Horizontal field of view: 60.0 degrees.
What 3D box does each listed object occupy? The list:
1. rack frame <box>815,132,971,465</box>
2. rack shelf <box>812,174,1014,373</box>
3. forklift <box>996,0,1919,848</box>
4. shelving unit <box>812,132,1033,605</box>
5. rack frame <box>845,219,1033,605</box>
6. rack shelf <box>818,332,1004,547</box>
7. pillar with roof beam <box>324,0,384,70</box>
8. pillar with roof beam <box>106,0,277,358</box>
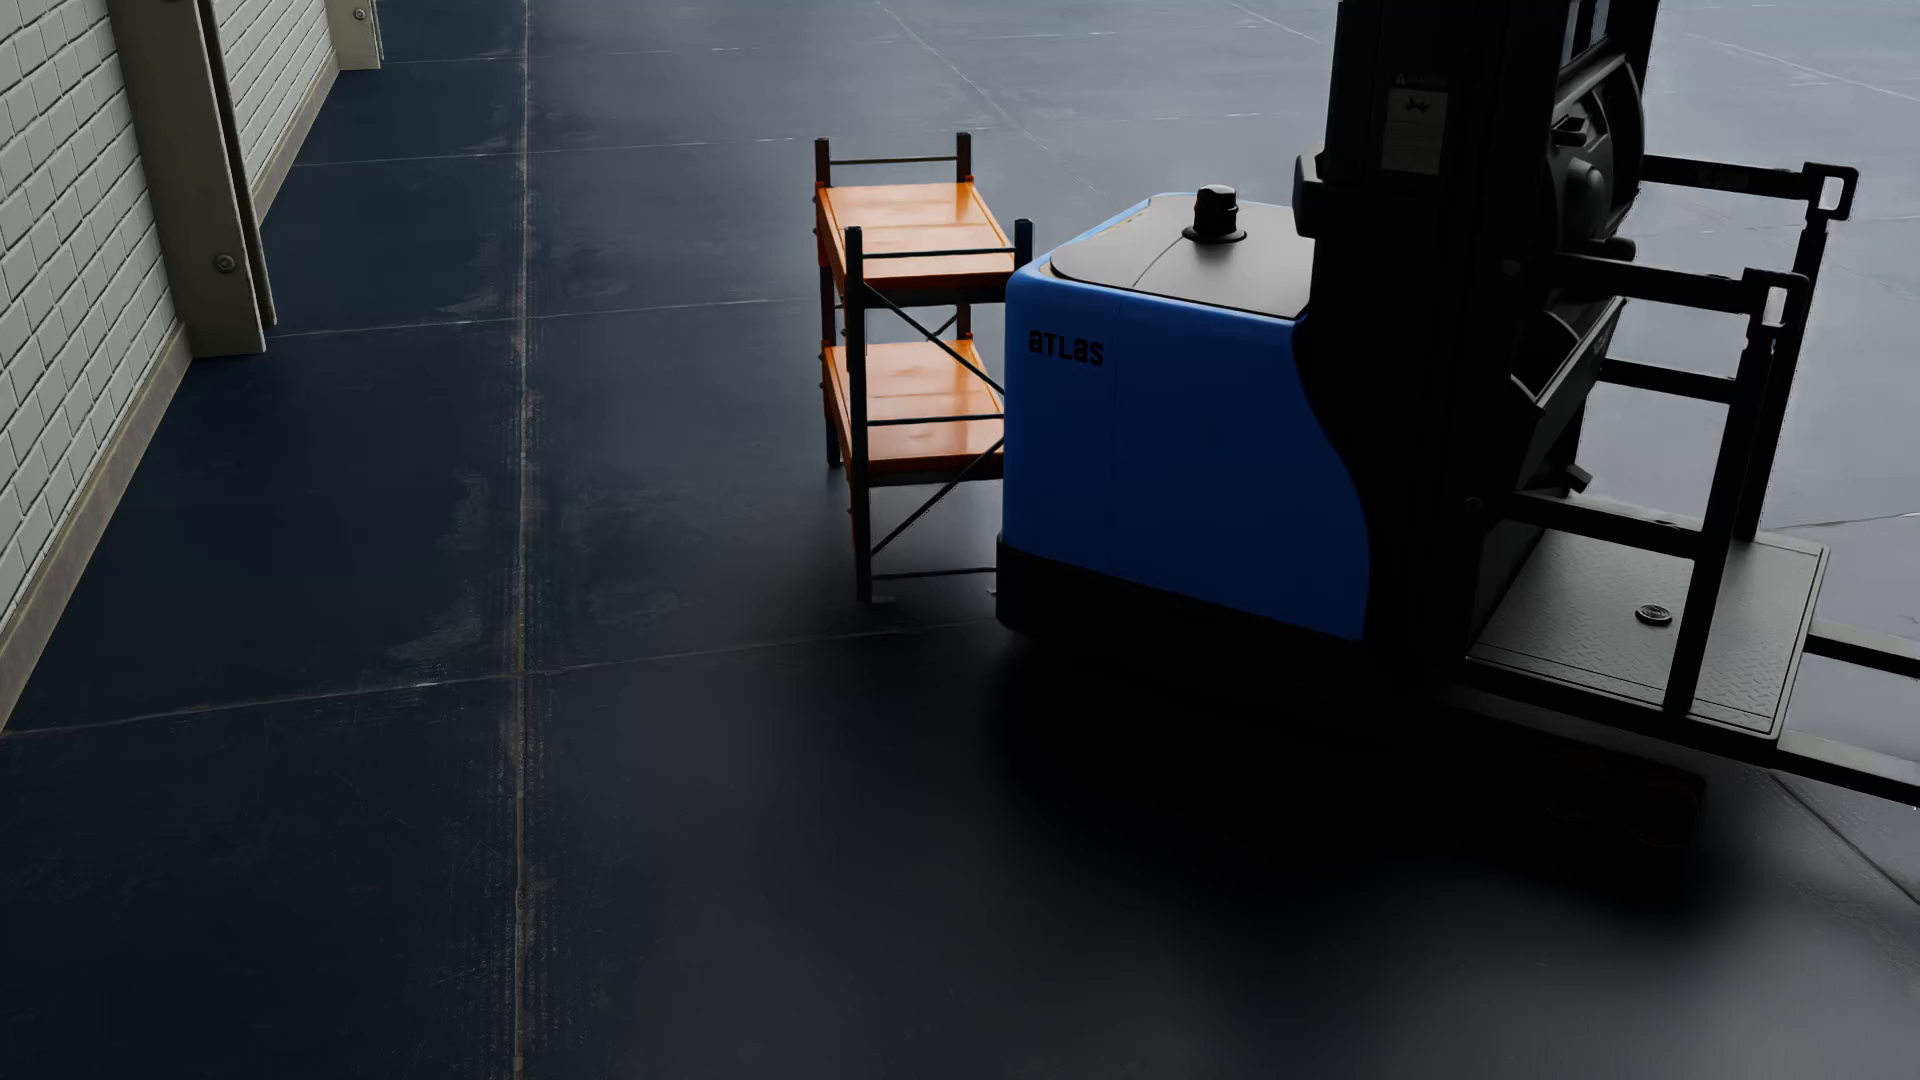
[{"bbox_3d":[-0.213,-0.788,5.563,0.500,1.125,0.032,-4,27,-8],"label":"rack frame"},{"bbox_3d":[-0.134,-0.823,4.983,0.538,0.278,1.000,-4,27,-8],"label":"rack shelf"},{"bbox_3d":[1.631,-0.872,3.725,3.031,2.935,1.130,15,30,27],"label":"forklift"},{"bbox_3d":[-0.134,-0.562,5.115,0.538,1.125,1.048,-4,27,-8],"label":"shelving unit"},{"bbox_3d":[-0.055,-0.336,4.667,0.500,1.125,0.032,-4,27,-8],"label":"rack frame"},{"bbox_3d":[-0.134,-0.344,5.225,0.538,0.278,1.000,-4,27,-8],"label":"rack shelf"},{"bbox_3d":[-0.182,-7.922,10.958,9.100,9.000,0.400,-6,27,-12],"label":"pillar with roof beam"},{"bbox_3d":[1.170,-5.288,5.740,9.100,9.000,0.400,-6,27,-12],"label":"pillar with roof beam"}]
